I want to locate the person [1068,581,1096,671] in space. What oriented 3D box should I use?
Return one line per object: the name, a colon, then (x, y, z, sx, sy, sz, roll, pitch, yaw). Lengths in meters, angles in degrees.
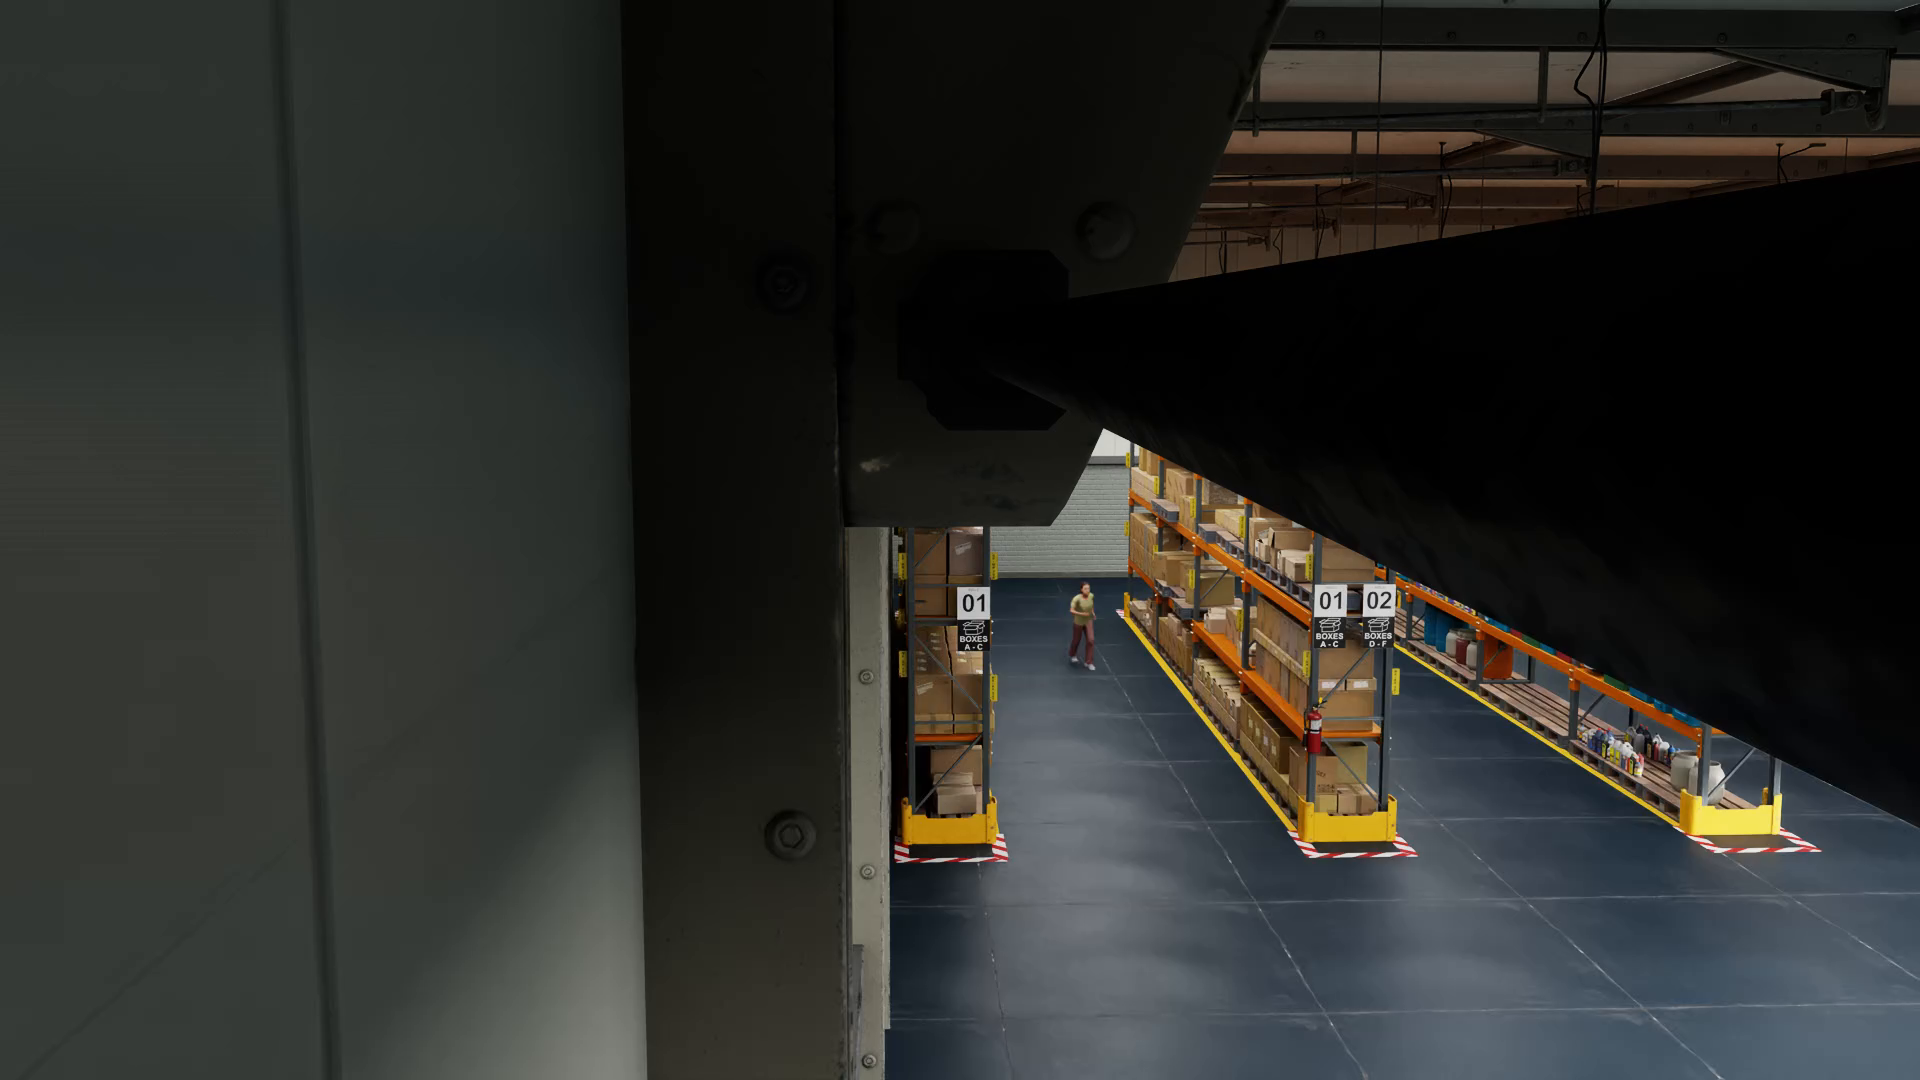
person: (2.262, 1.559, 30.955, 0.578, 1.643, 0.938, -2, 8, -16)
